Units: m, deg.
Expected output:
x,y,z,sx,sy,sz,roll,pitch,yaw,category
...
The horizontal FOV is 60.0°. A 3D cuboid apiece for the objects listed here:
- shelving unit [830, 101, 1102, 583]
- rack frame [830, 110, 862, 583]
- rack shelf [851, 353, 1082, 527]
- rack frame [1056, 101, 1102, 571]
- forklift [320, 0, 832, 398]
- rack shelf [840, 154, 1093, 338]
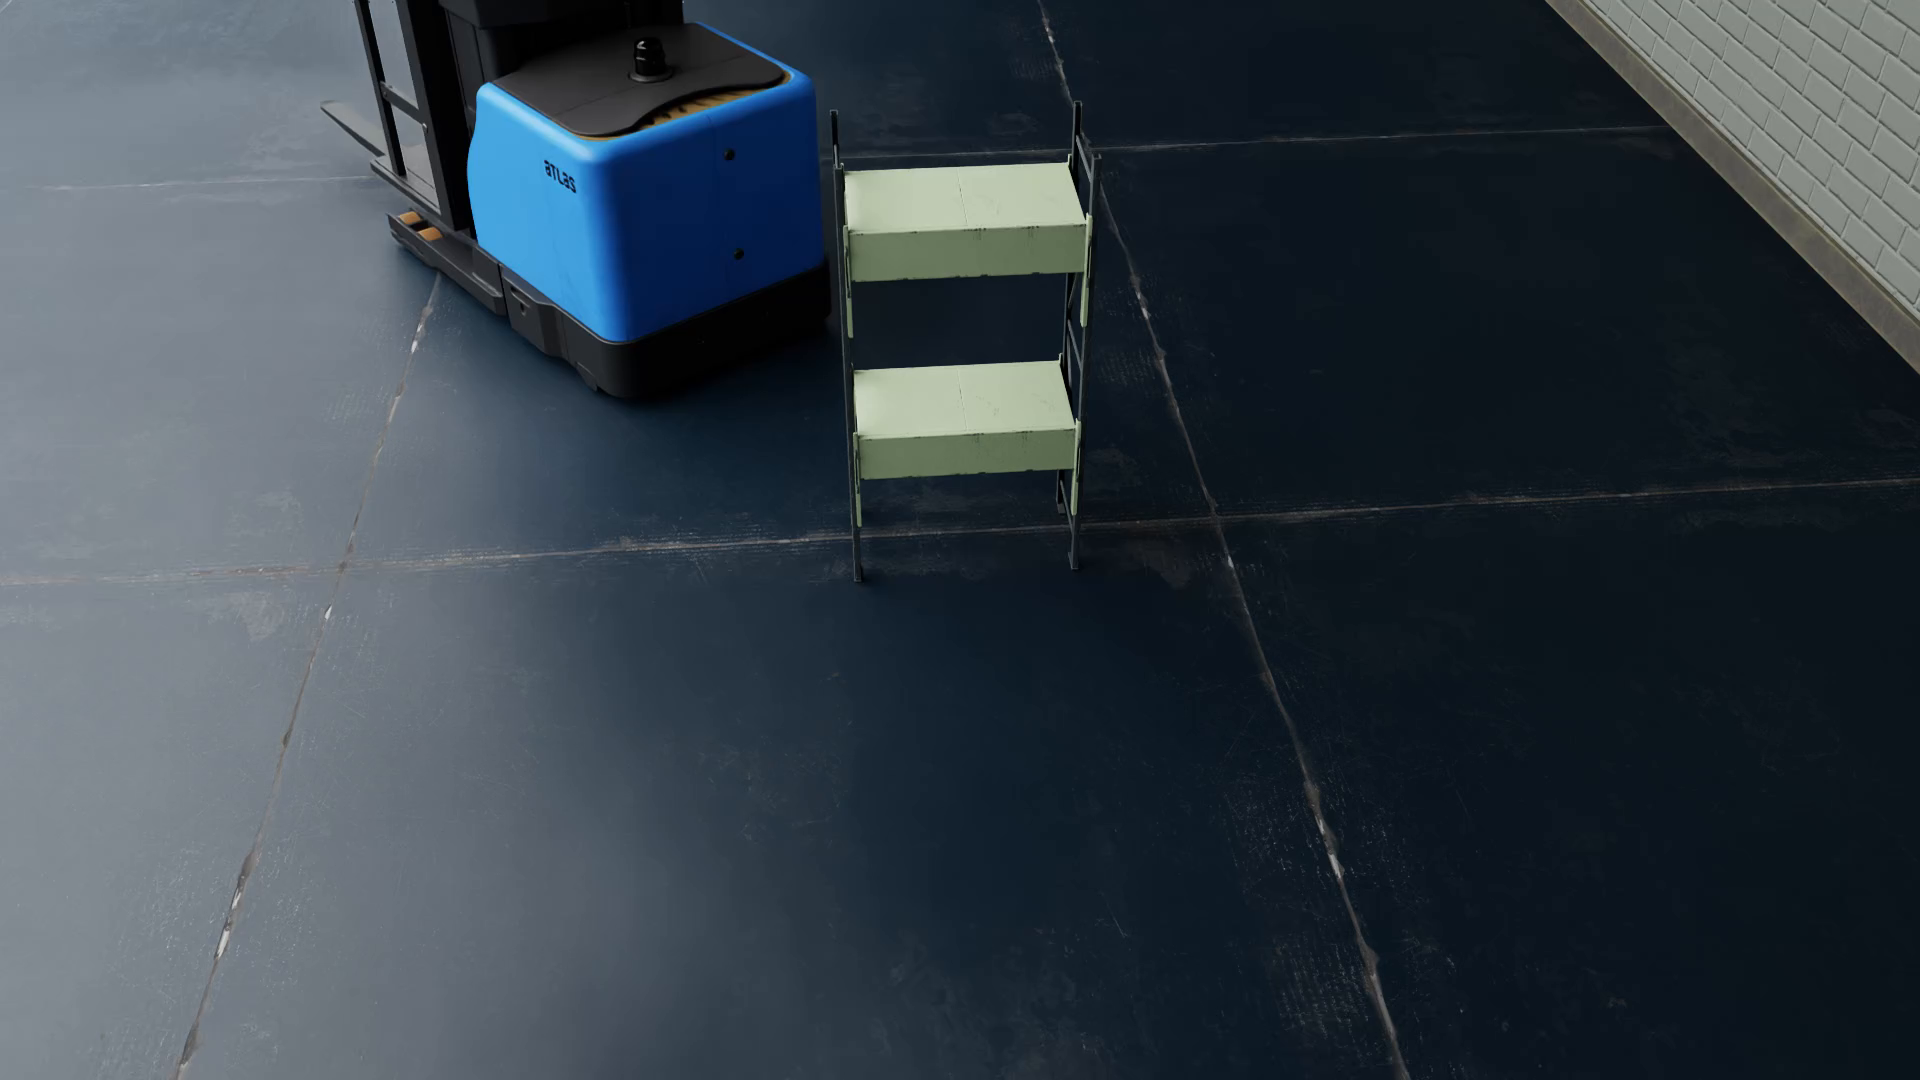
x,y,z,sx,sy,sz,roll,pitch,yaw,category
0.007,-0.589,5.286,0.755,1.500,0.431,-3,38,-4,shelving unit
-0.358,-0.569,5.260,0.023,1.500,0.400,-3,38,-4,rack frame
0.007,-0.333,5.488,0.720,0.370,0.431,-3,38,-4,rack shelf
0.371,-0.609,5.311,0.023,1.500,0.400,-3,38,-4,rack frame
-1.870,-2.528,6.588,1.130,2.935,3.031,-28,46,-31,forklift
0.007,-0.896,5.044,0.720,0.370,0.431,-3,38,-4,rack shelf
